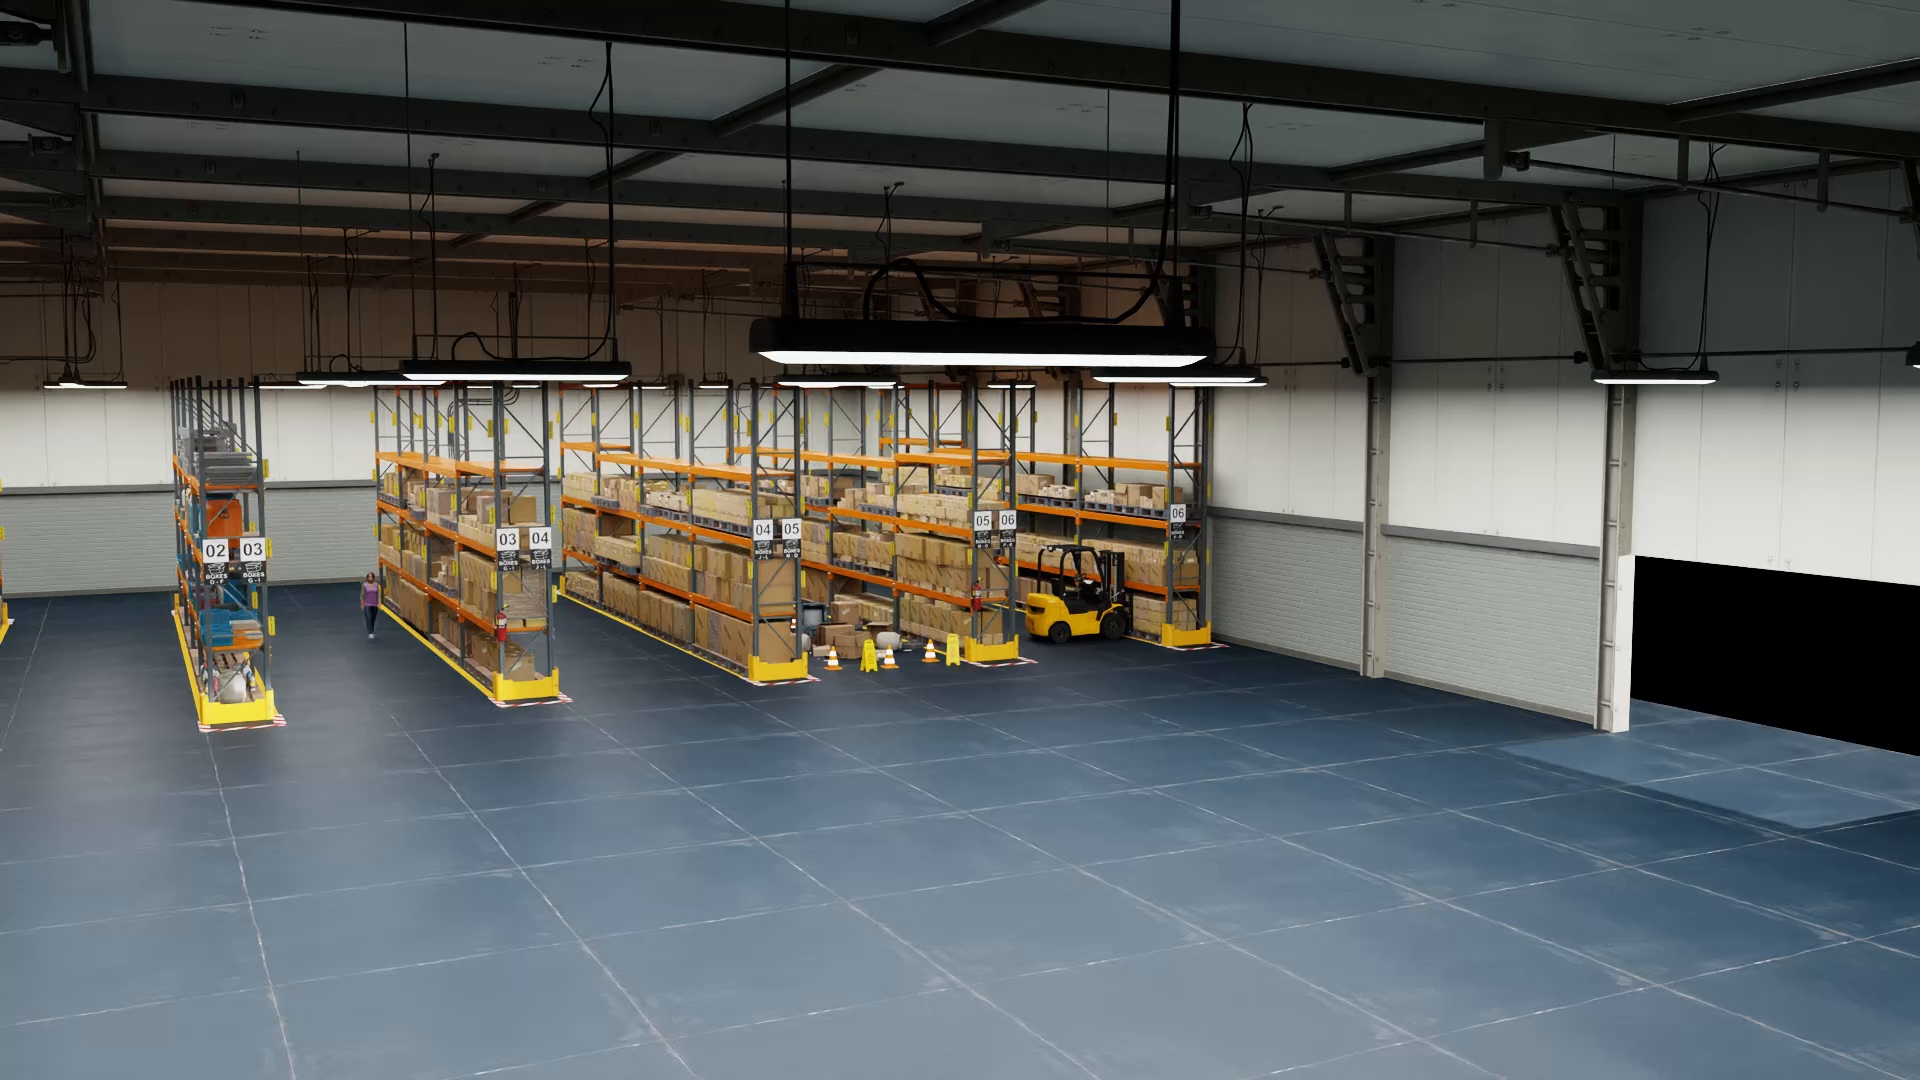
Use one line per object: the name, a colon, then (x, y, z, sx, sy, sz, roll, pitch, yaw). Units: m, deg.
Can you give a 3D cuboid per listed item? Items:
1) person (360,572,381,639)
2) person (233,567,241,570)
person: (-13.594, 1.521, 38.415, 0.434, 1.532, 0.967, -4, 7, -39)
person: (-19.821, 0.865, 45.241, 1.062, 1.600, 0.543, 4, 6, 35)
